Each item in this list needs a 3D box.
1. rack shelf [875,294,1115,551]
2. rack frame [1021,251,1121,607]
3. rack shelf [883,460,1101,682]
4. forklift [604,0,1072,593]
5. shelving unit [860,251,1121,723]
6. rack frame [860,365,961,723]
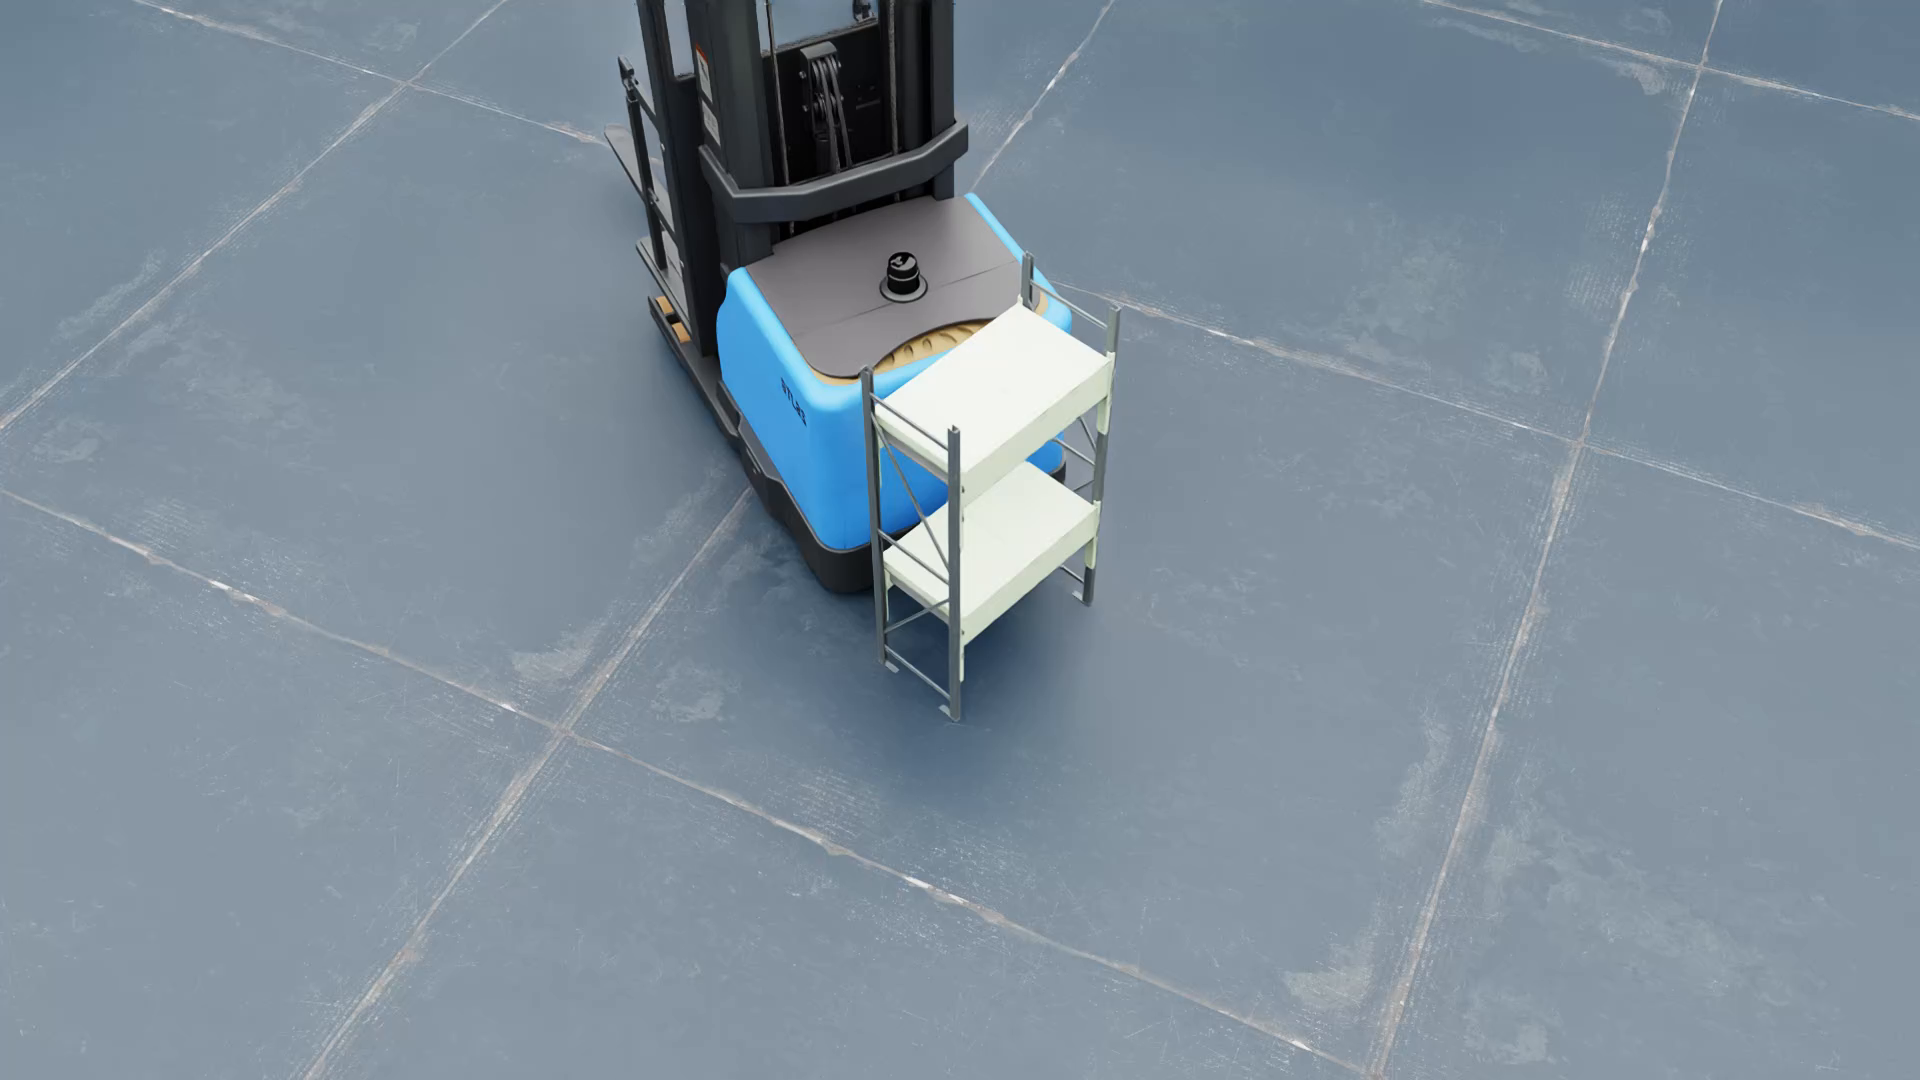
[{"bbox_3d":[0.102,-0.391,5.401,0.431,0.370,0.720,36,58,27],"label":"rack shelf"},{"bbox_3d":[0.354,-0.340,5.870,0.400,1.500,0.023,36,58,27],"label":"rack frame"},{"bbox_3d":[0.102,0.073,5.946,0.431,0.370,0.720,36,58,27],"label":"rack shelf"},{"bbox_3d":[-0.711,-1.881,6.241,1.130,2.935,3.031,-21,53,-17],"label":"forklift"},{"bbox_3d":[0.102,-0.138,5.698,0.431,1.500,0.755,36,58,27],"label":"shelving unit"},{"bbox_3d":[-0.150,0.064,5.526,0.400,1.500,0.023,36,58,27],"label":"rack frame"}]
